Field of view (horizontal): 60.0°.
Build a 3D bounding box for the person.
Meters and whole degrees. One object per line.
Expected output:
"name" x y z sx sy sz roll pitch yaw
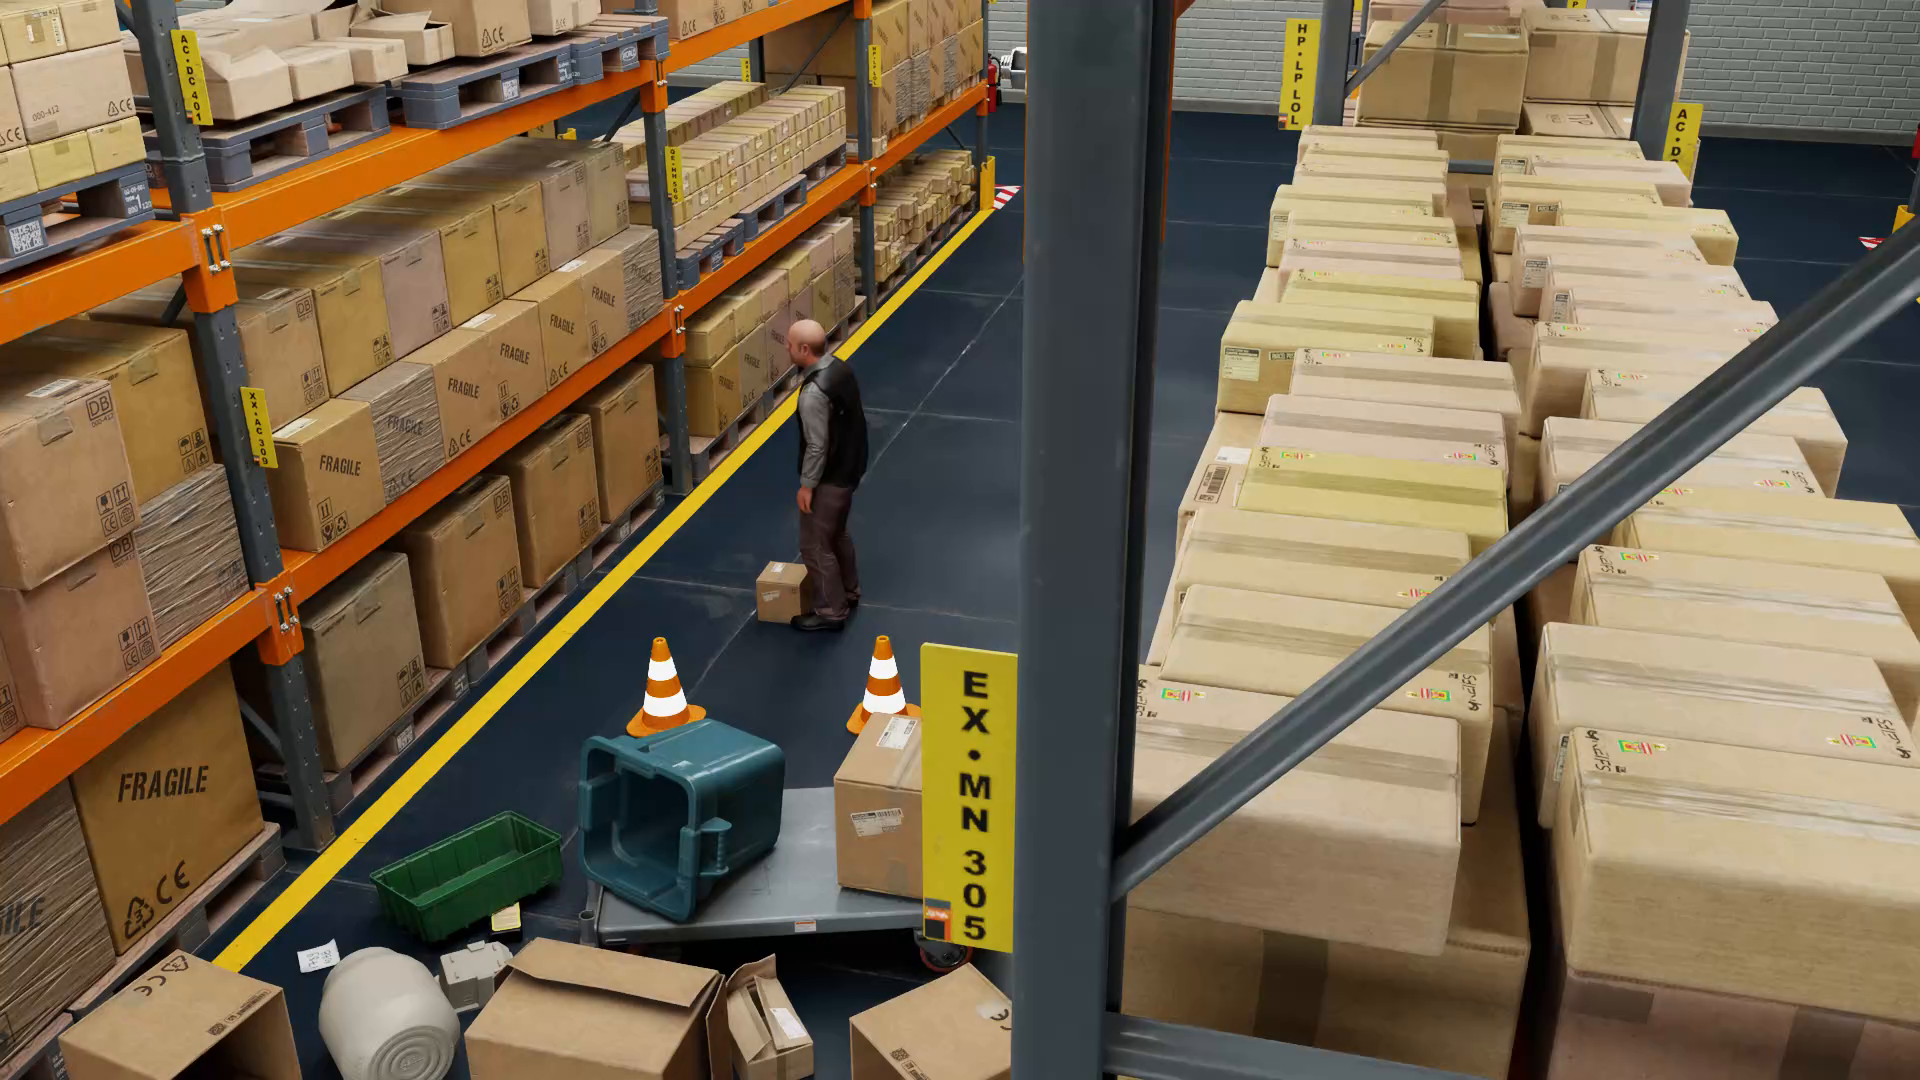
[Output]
"person" -0.698 -0.345 8.872 0.412 1.720 0.585 6 26 12
